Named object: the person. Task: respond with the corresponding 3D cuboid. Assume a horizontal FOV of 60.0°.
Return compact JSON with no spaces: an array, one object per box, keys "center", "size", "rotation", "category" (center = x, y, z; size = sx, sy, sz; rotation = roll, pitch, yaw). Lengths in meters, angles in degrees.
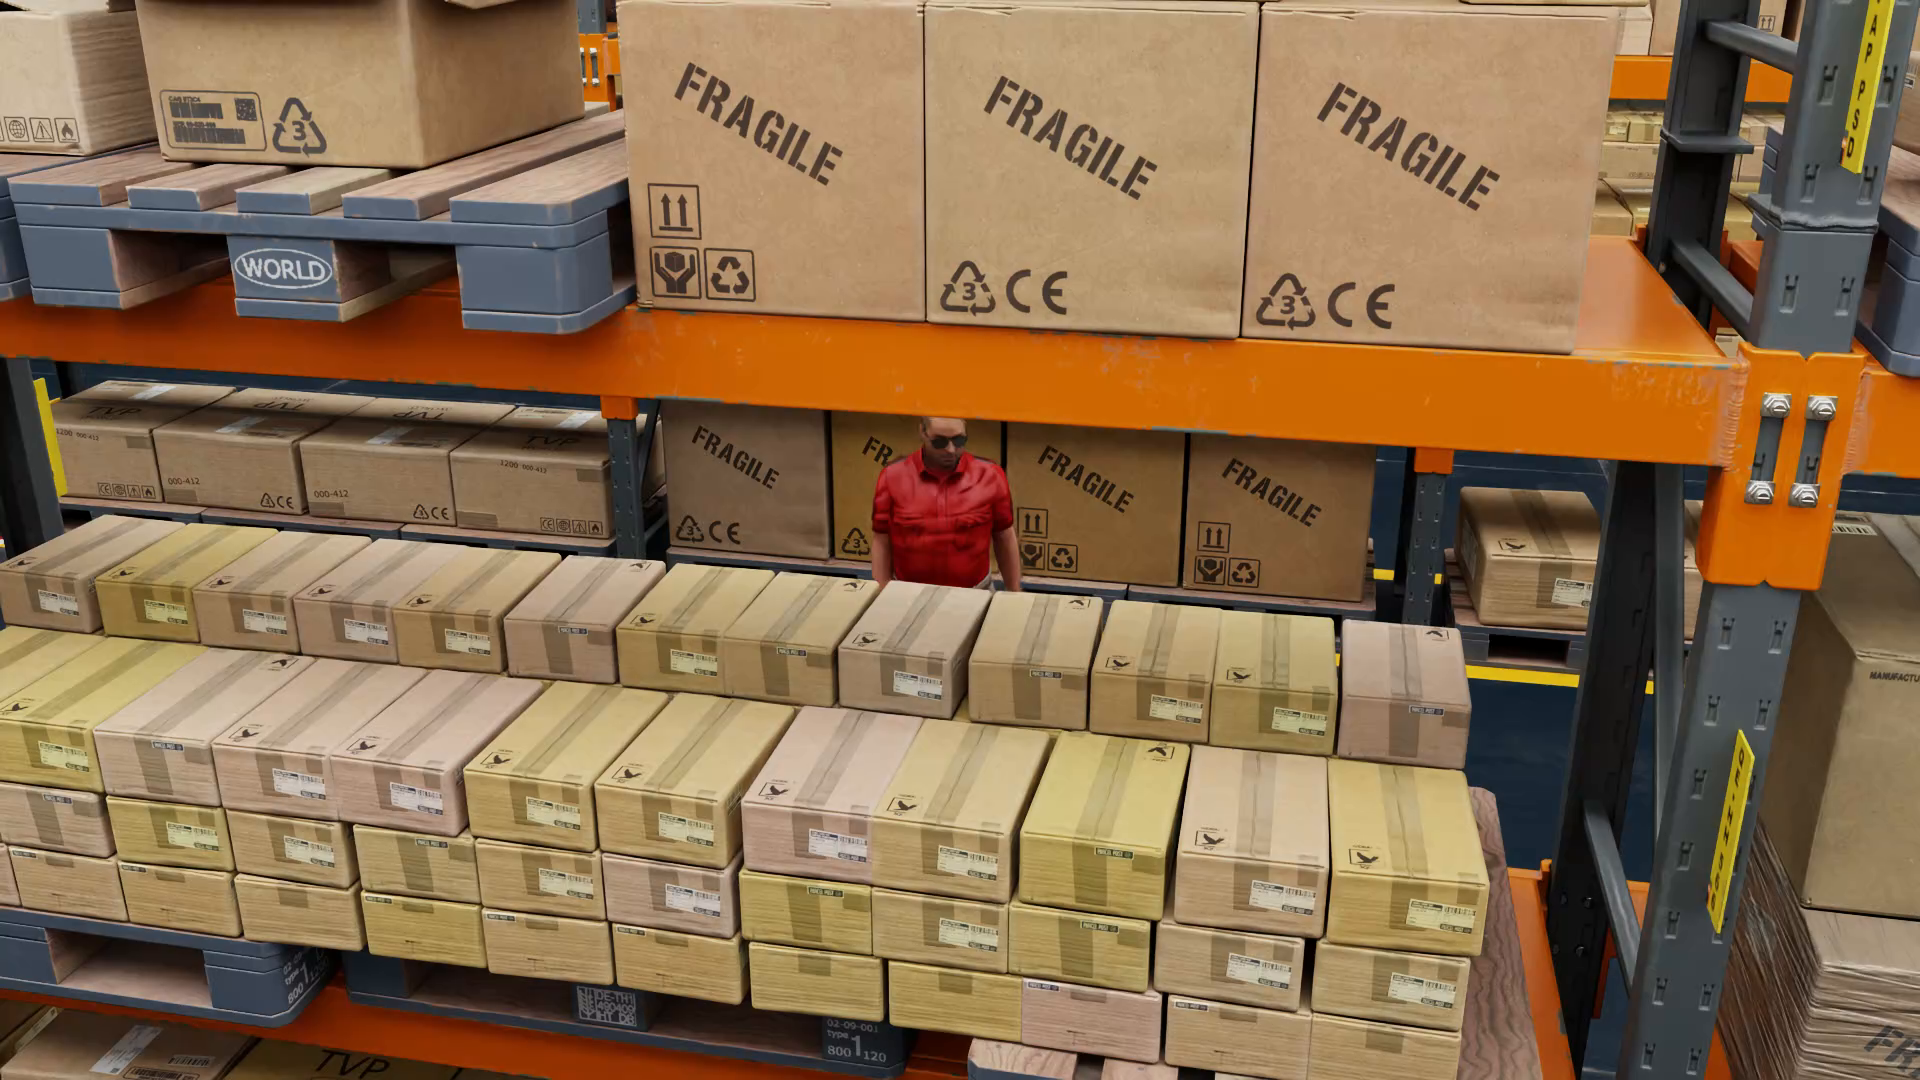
[{"center":[-0.051,0.271,6.427],"size":[0.582,1.699,0.905],"rotation":[2,21,5],"category":"person"}]
